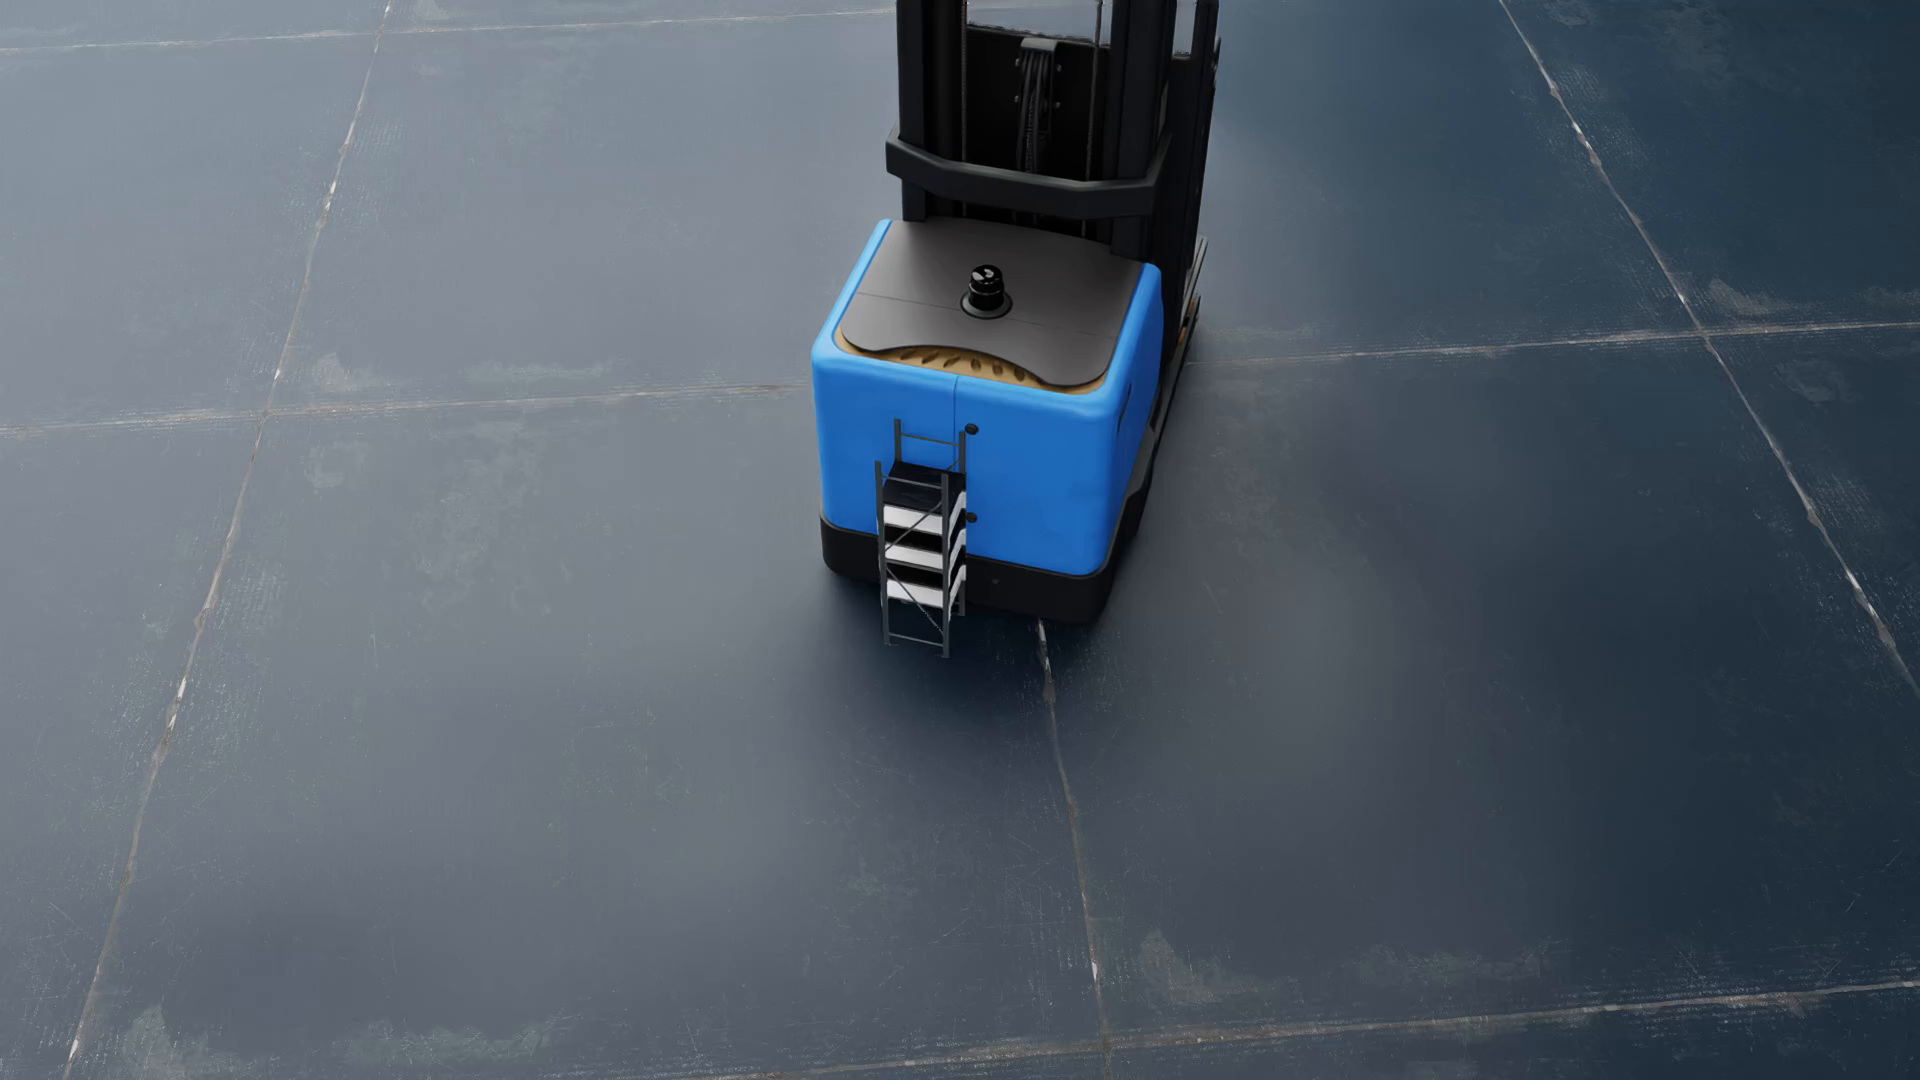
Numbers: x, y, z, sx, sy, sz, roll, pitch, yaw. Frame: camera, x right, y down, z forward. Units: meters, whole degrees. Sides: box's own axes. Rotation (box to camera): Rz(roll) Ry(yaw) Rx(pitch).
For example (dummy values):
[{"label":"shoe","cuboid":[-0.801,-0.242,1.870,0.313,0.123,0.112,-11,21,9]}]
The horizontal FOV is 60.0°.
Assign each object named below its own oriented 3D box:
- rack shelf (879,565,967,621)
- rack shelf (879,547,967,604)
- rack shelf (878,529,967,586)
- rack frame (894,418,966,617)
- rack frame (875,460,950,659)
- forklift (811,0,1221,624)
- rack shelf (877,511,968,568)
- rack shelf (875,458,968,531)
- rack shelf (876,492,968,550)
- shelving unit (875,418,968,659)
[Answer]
[{"label":"rack shelf","cuboid":[-0.126,0.159,5.774,0.258,0.077,0.200,12,48,11]},{"label":"rack shelf","cuboid":[-0.126,0.097,5.708,0.258,0.077,0.200,12,48,11]},{"label":"rack shelf","cuboid":[-0.126,0.035,5.643,0.258,0.077,0.200,12,48,11]},{"label":"rack frame","cuboid":[-0.098,-0.059,5.686,0.240,0.900,0.006,12,48,11]},{"label":"rack frame","cuboid":[-0.153,0.083,5.551,0.240,0.900,0.006,12,48,11]},{"label":"forklift","cuboid":[0.389,-1.805,5.941,1.130,2.935,3.031,12,48,11]},{"label":"rack shelf","cuboid":[-0.126,-0.027,5.578,0.258,0.077,0.200,12,48,11]},{"label":"rack shelf","cuboid":[-0.126,-0.151,5.447,0.258,0.077,0.200,12,48,11]},{"label":"rack shelf","cuboid":[-0.126,-0.089,5.512,0.258,0.077,0.200,12,48,11]},{"label":"shelving unit","cuboid":[-0.126,0.012,5.619,0.258,0.900,0.210,12,48,11]}]
